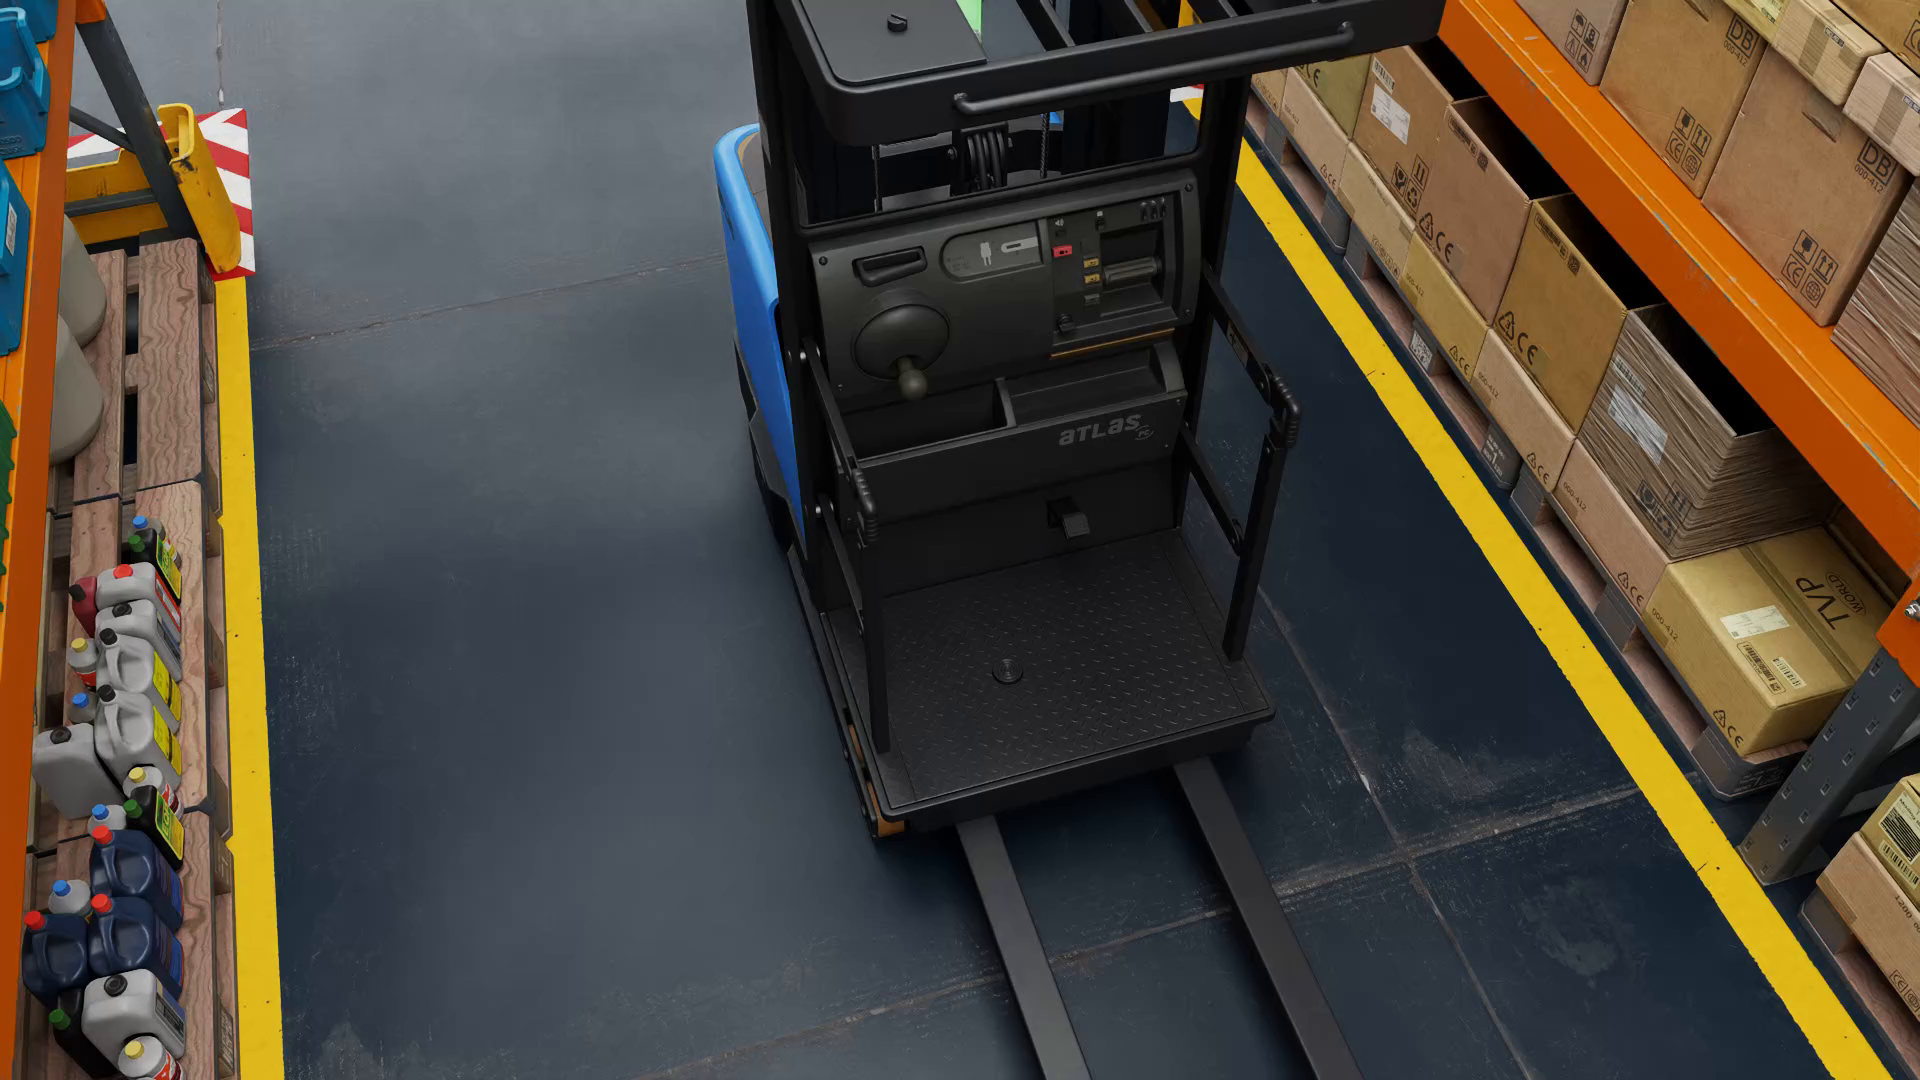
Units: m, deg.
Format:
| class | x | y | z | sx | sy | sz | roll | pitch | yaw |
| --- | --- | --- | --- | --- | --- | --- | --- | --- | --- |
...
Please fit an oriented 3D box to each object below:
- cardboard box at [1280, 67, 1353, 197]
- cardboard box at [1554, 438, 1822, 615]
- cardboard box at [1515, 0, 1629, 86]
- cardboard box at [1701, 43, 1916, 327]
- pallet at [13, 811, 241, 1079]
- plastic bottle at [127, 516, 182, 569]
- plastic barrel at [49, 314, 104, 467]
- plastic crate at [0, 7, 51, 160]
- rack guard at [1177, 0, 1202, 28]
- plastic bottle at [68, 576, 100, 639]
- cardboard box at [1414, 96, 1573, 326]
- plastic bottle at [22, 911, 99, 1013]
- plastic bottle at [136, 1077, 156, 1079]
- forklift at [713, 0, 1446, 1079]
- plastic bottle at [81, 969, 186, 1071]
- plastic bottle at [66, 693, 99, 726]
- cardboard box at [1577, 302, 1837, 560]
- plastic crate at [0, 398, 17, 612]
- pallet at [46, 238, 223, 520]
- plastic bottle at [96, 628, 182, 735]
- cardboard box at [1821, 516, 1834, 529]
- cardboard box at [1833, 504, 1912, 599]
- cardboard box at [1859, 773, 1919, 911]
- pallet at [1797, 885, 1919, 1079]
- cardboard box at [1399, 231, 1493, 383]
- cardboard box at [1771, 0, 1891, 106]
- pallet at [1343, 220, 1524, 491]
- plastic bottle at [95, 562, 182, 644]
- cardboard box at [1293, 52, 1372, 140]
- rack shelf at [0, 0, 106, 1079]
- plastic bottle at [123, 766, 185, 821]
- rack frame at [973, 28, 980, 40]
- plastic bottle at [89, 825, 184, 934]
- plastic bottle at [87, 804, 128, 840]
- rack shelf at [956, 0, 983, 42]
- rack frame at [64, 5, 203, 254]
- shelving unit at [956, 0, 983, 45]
| class | x | y | z | sx | sy | sz | roll | pitch | yaw |
| --- | --- | --- | --- | --- | --- | --- | --- | --- | --- |
| cardboard box | 1.525 | -1.554 | 6.122 | 0.500 | 0.250 | 0.500 | -13 | 51 | -11 |
| cardboard box | 2.126 | -0.096 | 4.893 | 0.500 | 0.250 | 0.500 | -13 | 51 | -11 |
| cardboard box | 2.013 | -1.670 | 4.631 | 0.700 | 0.500 | 0.500 | -12 | 51 | -10 |
| cardboard box | 2.311 | -0.929 | 4.006 | 0.700 | 0.500 | 0.500 | -14 | 51 | -11 |
| pallet | -2.282 | 1.326 | 3.994 | 1.003 | 0.211 | 1.213 | -13 | 51 | -11 |
| plastic bottle | -2.344 | 0.008 | 4.824 | 0.097 | 0.201 | 0.097 | 0 | 50 | 0 |
| plastic barrel | -2.890 | -0.498 | 5.061 | 0.421 | 0.512 | 0.421 | 0 | 50 | 0 |
| plastic crate | -2.685 | -1.173 | 4.374 | 0.499 | 0.251 | 0.408 | -13 | 51 | -11 |
| rack guard | 1.420 | -2.323 | 6.882 | 1.175 | 0.500 | 0.348 | -13 | 51 | -11 |
| plastic bottle | -2.397 | 0.196 | 4.611 | 0.061 | 0.283 | 0.133 | -13 | 51 | -11 |
| cardboard box | 1.814 | -1.064 | 5.219 | 0.500 | 0.500 | 0.500 | -13 | 51 | -11 |
| plastic bottle | -2.103 | 0.988 | 3.900 | 0.144 | 0.351 | 0.185 | -13 | 51 | -11 |
| plastic bottle | -1.828 | 1.281 | 3.751 | 0.097 | 0.201 | 0.097 | 0 | 50 | 0 |
| forklift | 0.187 | -0.485 | 3.742 | 1.130 | 2.935 | 3.031 | -13 | 51 | -11 |
| plastic bottle | -1.920 | 1.101 | 3.853 | 0.152 | 0.276 | 0.135 | -12 | 51 | -10 |
| plastic bottle | -2.304 | 0.479 | 4.427 | 0.097 | 0.201 | 0.097 | 0 | 50 | 0 |
| cardboard box | 2.127 | -0.338 | 4.606 | 0.500 | 0.500 | 0.500 | -13 | 51 | -11 |
| plastic crate | -2.255 | -0.060 | 3.477 | 0.450 | 0.188 | 0.662 | -13 | 51 | -11 |
| pallet | -3.003 | -0.456 | 5.497 | 1.003 | 0.211 | 1.213 | -13 | 51 | -11 |
| plastic bottle | -2.202 | 0.372 | 4.420 | 0.144 | 0.351 | 0.185 | -11 | 51 | -9 |
| cardboard box | 2.619 | -0.213 | 4.991 | 0.500 | 0.250 | 0.500 | -13 | 51 | -11 |
| cardboard box | 2.772 | -0.090 | 4.398 | 0.500 | 0.500 | 0.500 | -13 | 51 | -11 |
| cardboard box | 2.494 | 0.738 | 3.823 | 0.500 | 0.311 | 0.500 | -13 | 51 | -11 |
| pallet | 2.865 | 1.238 | 4.068 | 1.003 | 0.211 | 1.213 | -13 | 51 | -11 |
| cardboard box | 1.815 | -0.823 | 5.506 | 0.500 | 0.250 | 0.500 | -13 | 51 | -11 |
| cardboard box | 2.095 | -1.145 | 3.764 | 0.380 | 0.149 | 0.250 | -13 | 51 | -11 |
| pallet | 2.050 | -0.774 | 5.765 | 1.003 | 0.211 | 1.213 | -13 | 51 | -11 |
| plastic bottle | -2.296 | 0.174 | 4.635 | 0.152 | 0.276 | 0.135 | -13 | 51 | -11 |
| cardboard box | 1.523 | -1.796 | 5.835 | 0.500 | 0.500 | 0.500 | -13 | 51 | -11 |
| rack shelf | -2.714 | -0.302 | 4.013 | 1.077 | 0.370 | 4.000 | -13 | 51 | -11 |
| plastic bottle | -2.082 | 0.654 | 4.279 | 0.097 | 0.201 | 0.097 | 0 | 50 | 0 |
| rack frame | -0.062 | -1.139 | 5.425 | 0.240 | 1.200 | 0.015 | 1 | 50 | 1 |
| plastic bottle | -2.021 | 0.818 | 4.043 | 0.144 | 0.351 | 0.185 | -15 | 52 | -13 |
| plastic bottle | -2.100 | 0.744 | 4.157 | 0.097 | 0.271 | 0.097 | 0 | 50 | 0 |
| rack shelf | -0.056 | -1.593 | 5.264 | 0.258 | 0.148 | 0.480 | 1 | 50 | 1 |
| rack frame | -3.306 | -1.994 | 4.969 | 1.000 | 3.000 | 0.127 | -13 | 51 | -11 |
| shelving unit | -0.056 | -1.325 | 5.582 | 0.258 | 1.200 | 0.503 | 1 | 50 | 1 |
